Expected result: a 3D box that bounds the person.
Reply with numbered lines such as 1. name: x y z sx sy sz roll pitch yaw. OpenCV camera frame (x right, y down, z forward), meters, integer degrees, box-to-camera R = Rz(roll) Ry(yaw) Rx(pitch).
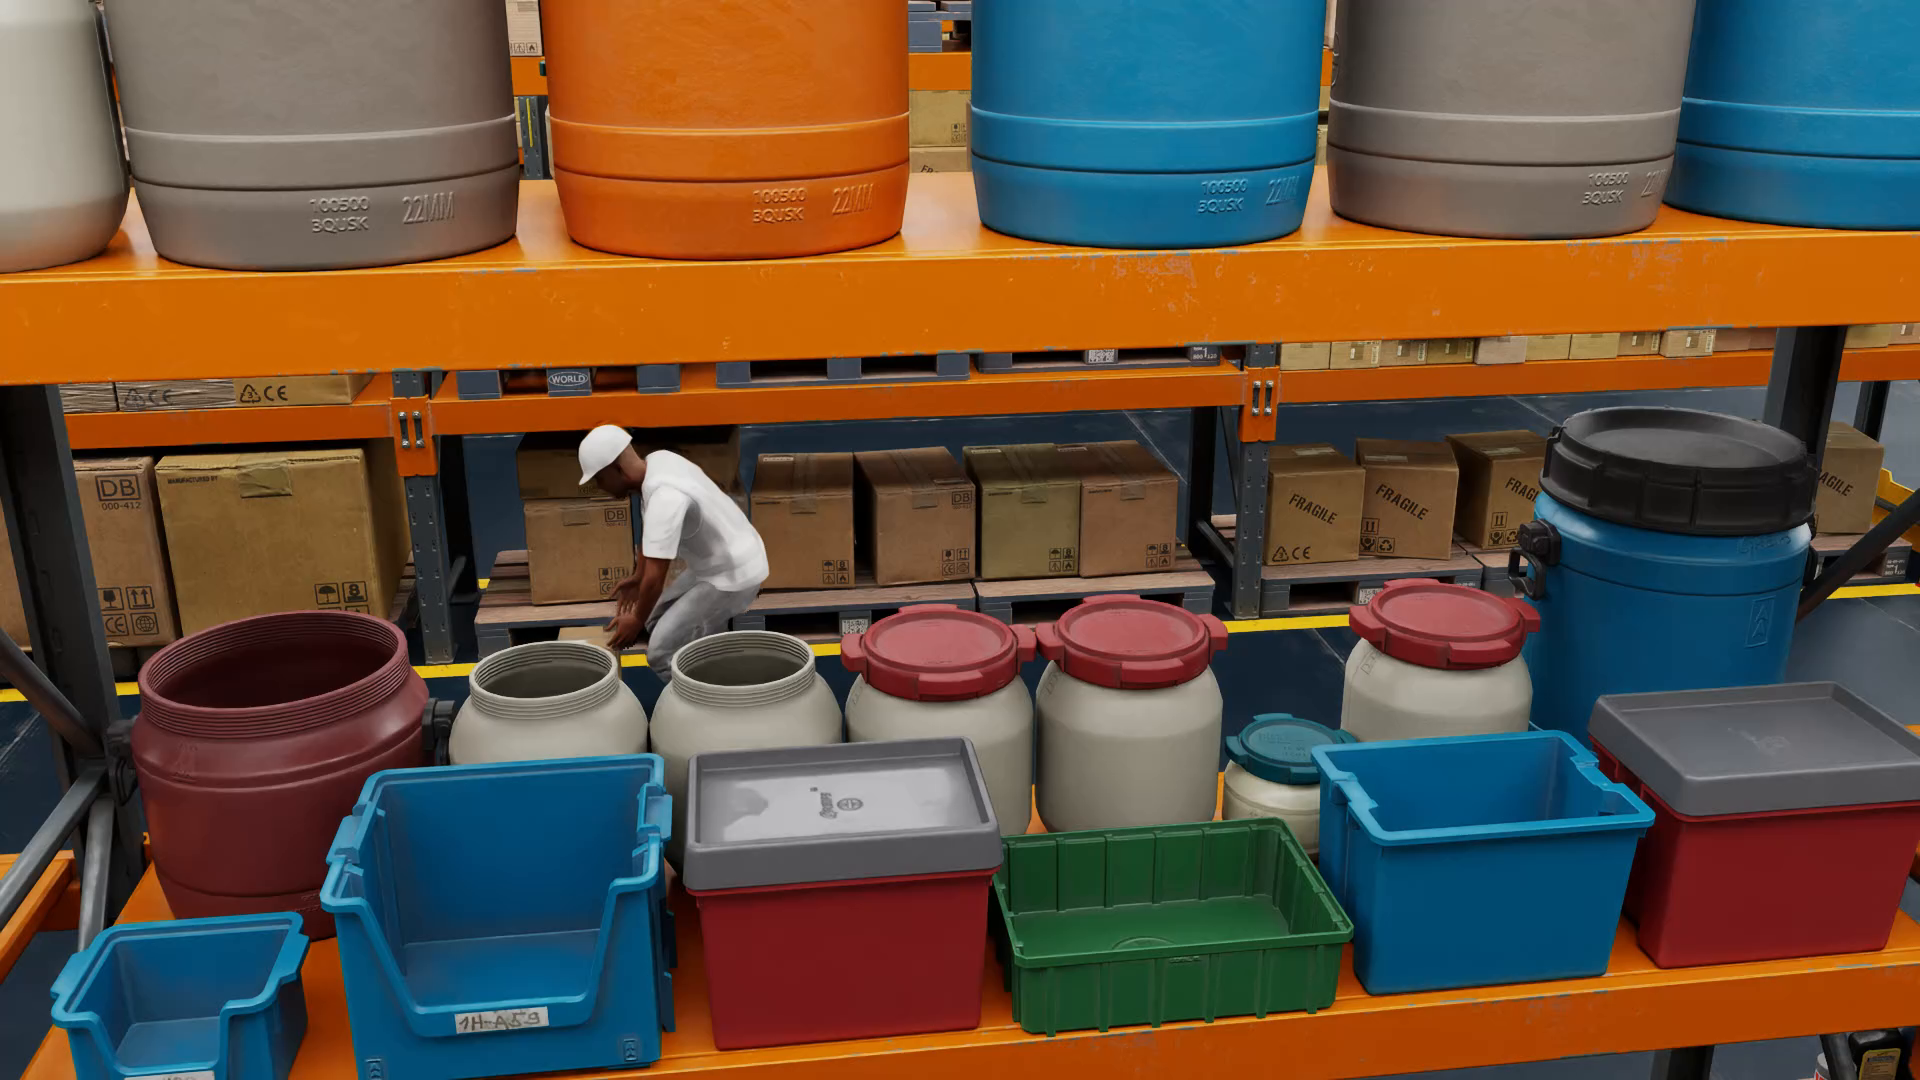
1. person: -1.194 0.178 7.080 0.762 1.405 0.632 -3 20 -8
